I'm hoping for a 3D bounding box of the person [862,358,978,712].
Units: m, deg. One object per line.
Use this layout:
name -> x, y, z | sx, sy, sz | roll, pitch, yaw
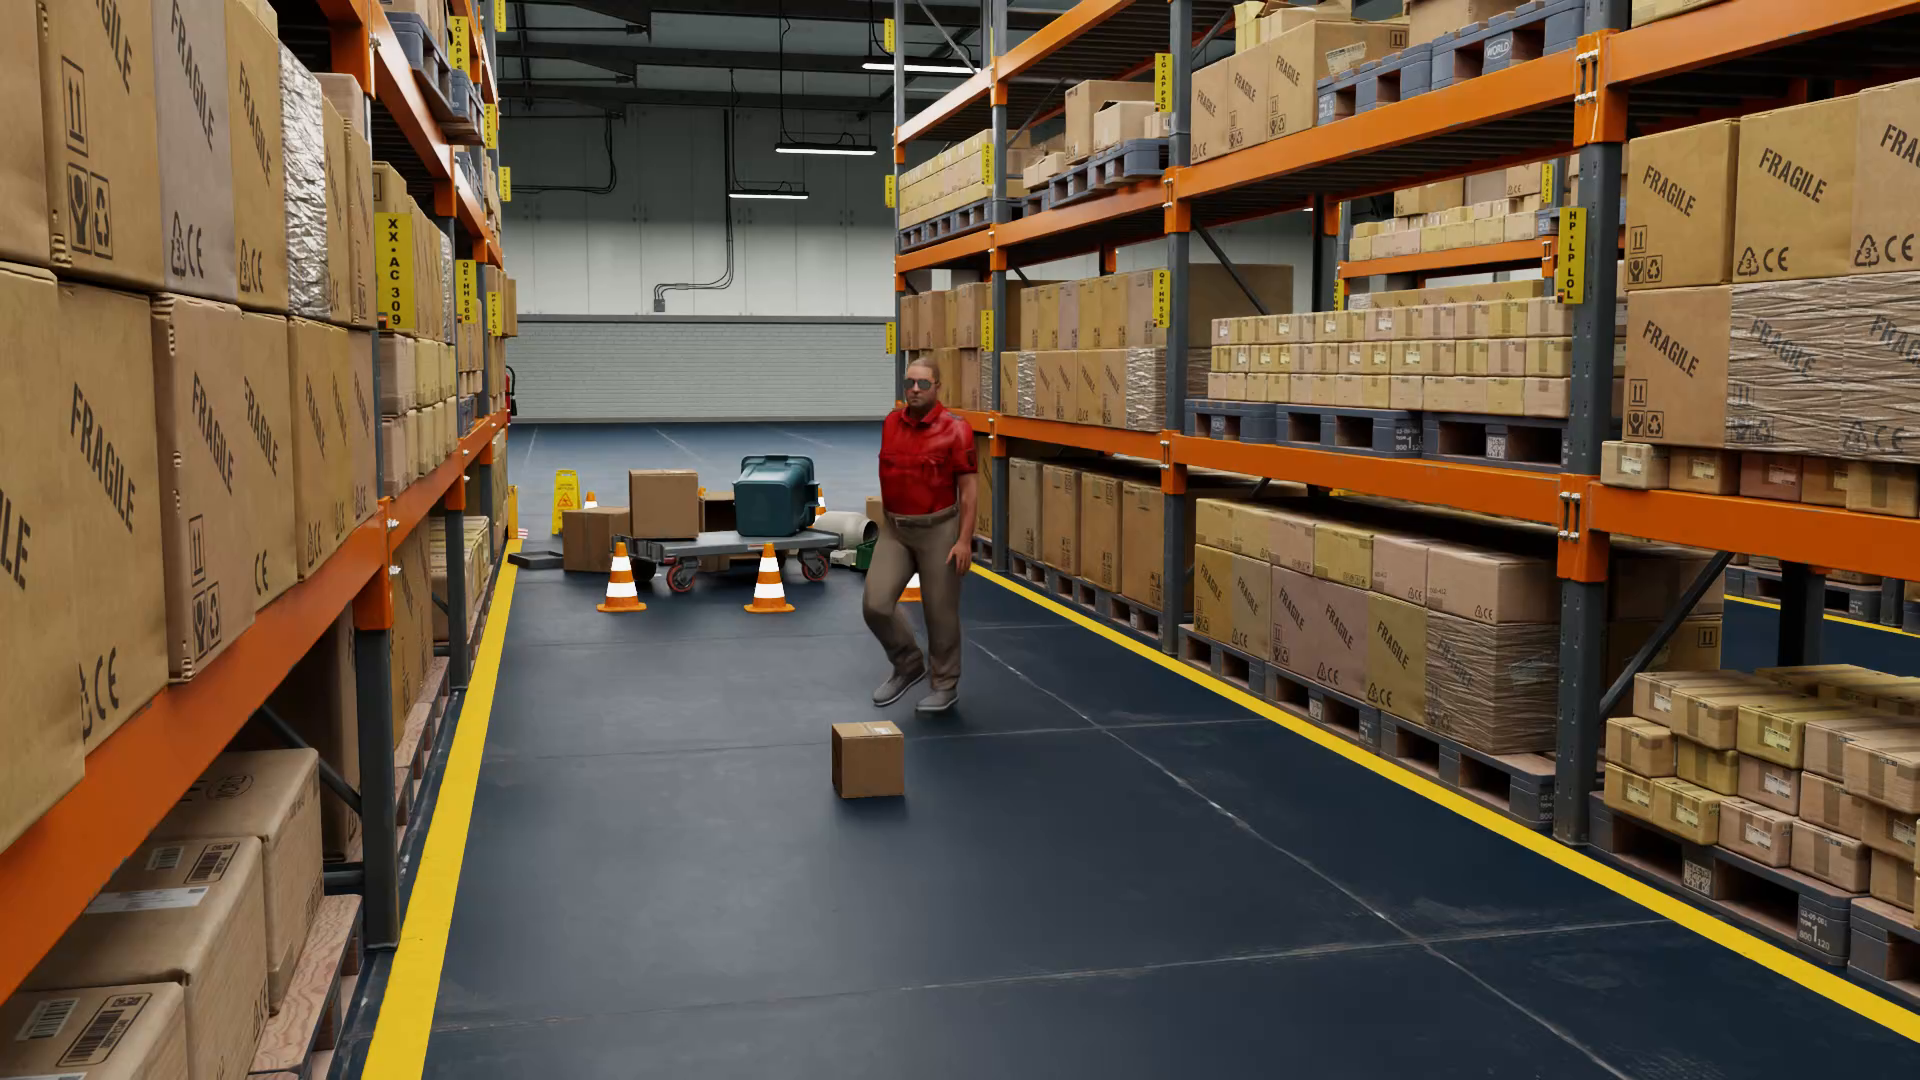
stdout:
person -> -0.167, -0.014, 8.009 | 0.569, 1.711, 0.501 | 3, 7, 26
